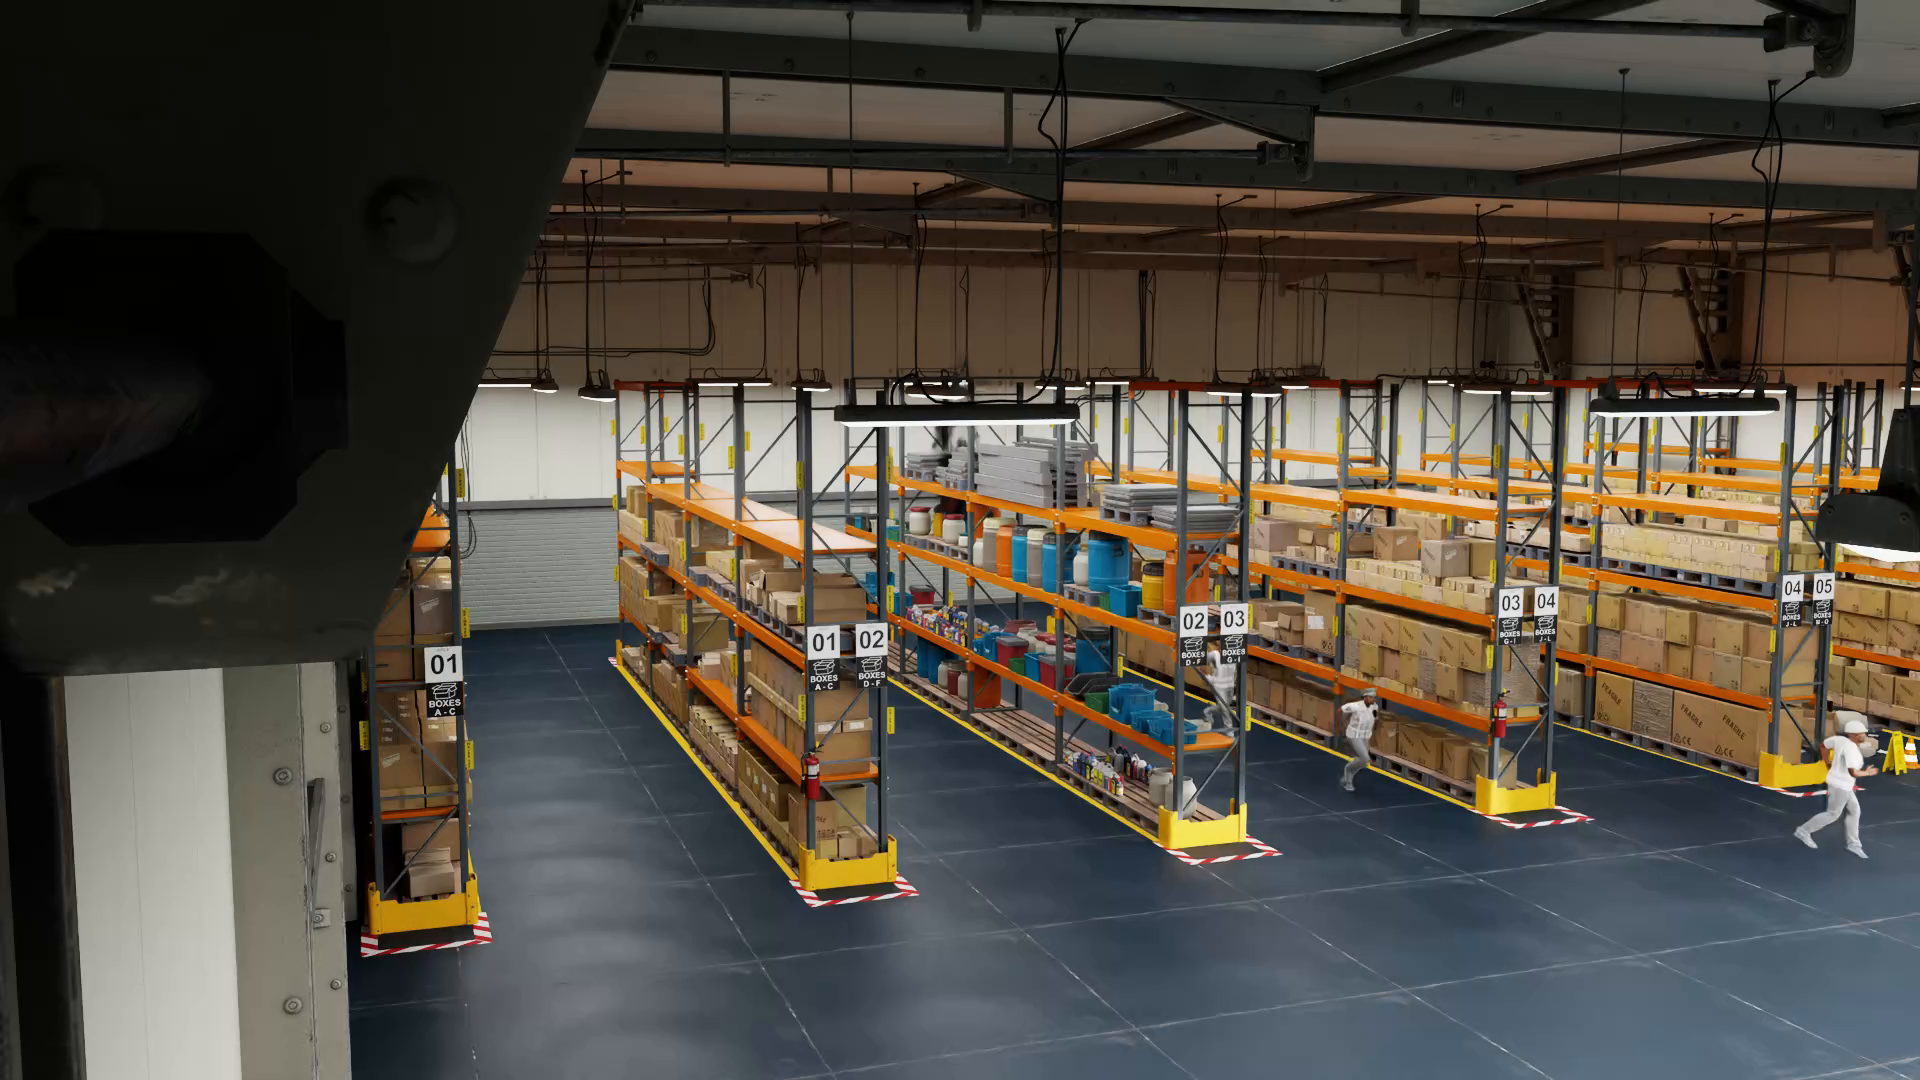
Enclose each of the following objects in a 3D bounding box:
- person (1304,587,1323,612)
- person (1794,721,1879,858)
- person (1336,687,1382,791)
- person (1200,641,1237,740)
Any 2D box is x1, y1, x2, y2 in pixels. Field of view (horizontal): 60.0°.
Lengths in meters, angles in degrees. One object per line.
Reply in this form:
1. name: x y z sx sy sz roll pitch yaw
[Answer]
1. person: 7.407 1.821 34.322 0.644 1.734 0.904 -2 6 -18
2. person: 11.309 3.218 21.454 0.925 1.816 0.714 2 6 20
3. person: 5.911 2.937 24.541 0.562 1.609 0.759 -4 7 -32
4. person: 4.467 2.491 28.105 0.649 1.779 1.115 -3 7 -28
